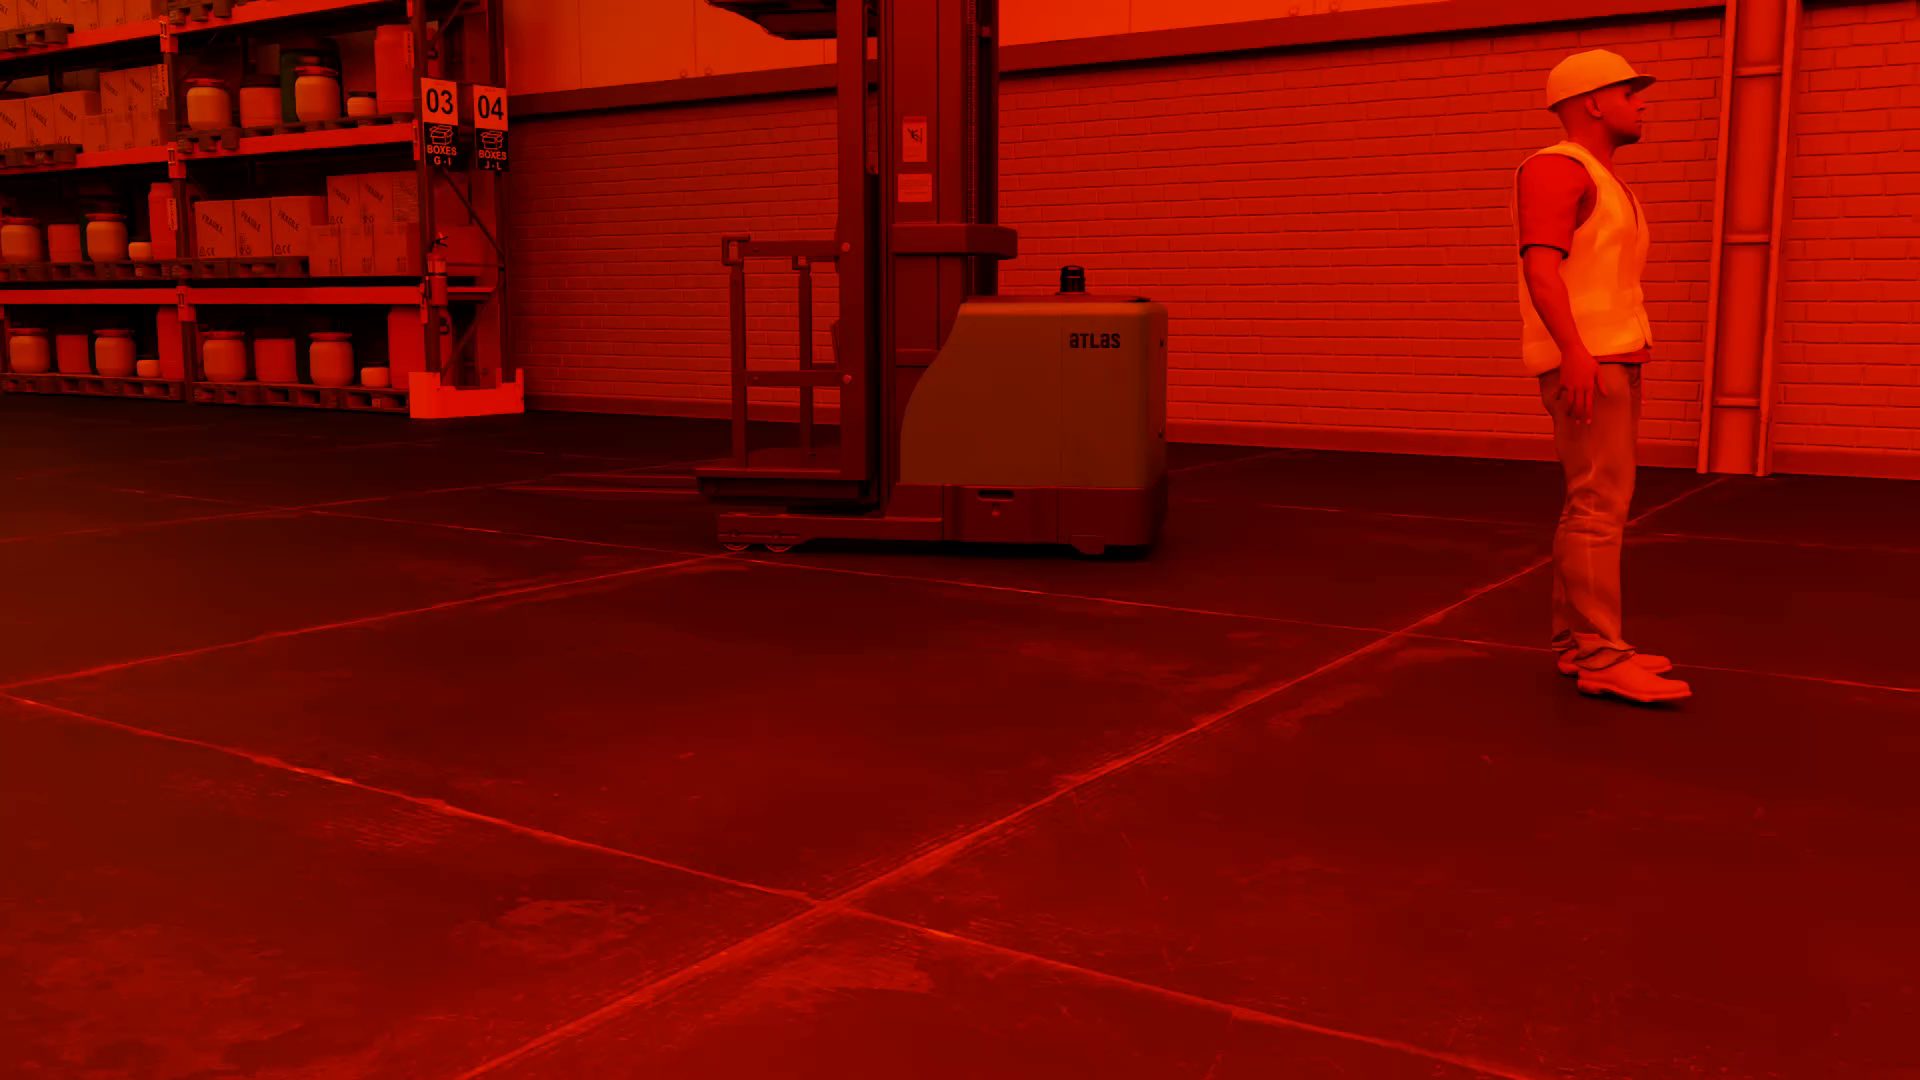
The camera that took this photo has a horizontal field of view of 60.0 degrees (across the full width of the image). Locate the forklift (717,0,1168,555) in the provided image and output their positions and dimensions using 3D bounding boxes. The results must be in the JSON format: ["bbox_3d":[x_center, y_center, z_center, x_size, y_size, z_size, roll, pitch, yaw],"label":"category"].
[{"bbox_3d":[-0.061,-1.409,7.416,1.939,2.843,1.129,2,8,12],"label":"forklift"}]

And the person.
[{"bbox_3d":[1.852,-0.482,4.670,0.575,1.768,0.665,5,10,34],"label":"person"}]
